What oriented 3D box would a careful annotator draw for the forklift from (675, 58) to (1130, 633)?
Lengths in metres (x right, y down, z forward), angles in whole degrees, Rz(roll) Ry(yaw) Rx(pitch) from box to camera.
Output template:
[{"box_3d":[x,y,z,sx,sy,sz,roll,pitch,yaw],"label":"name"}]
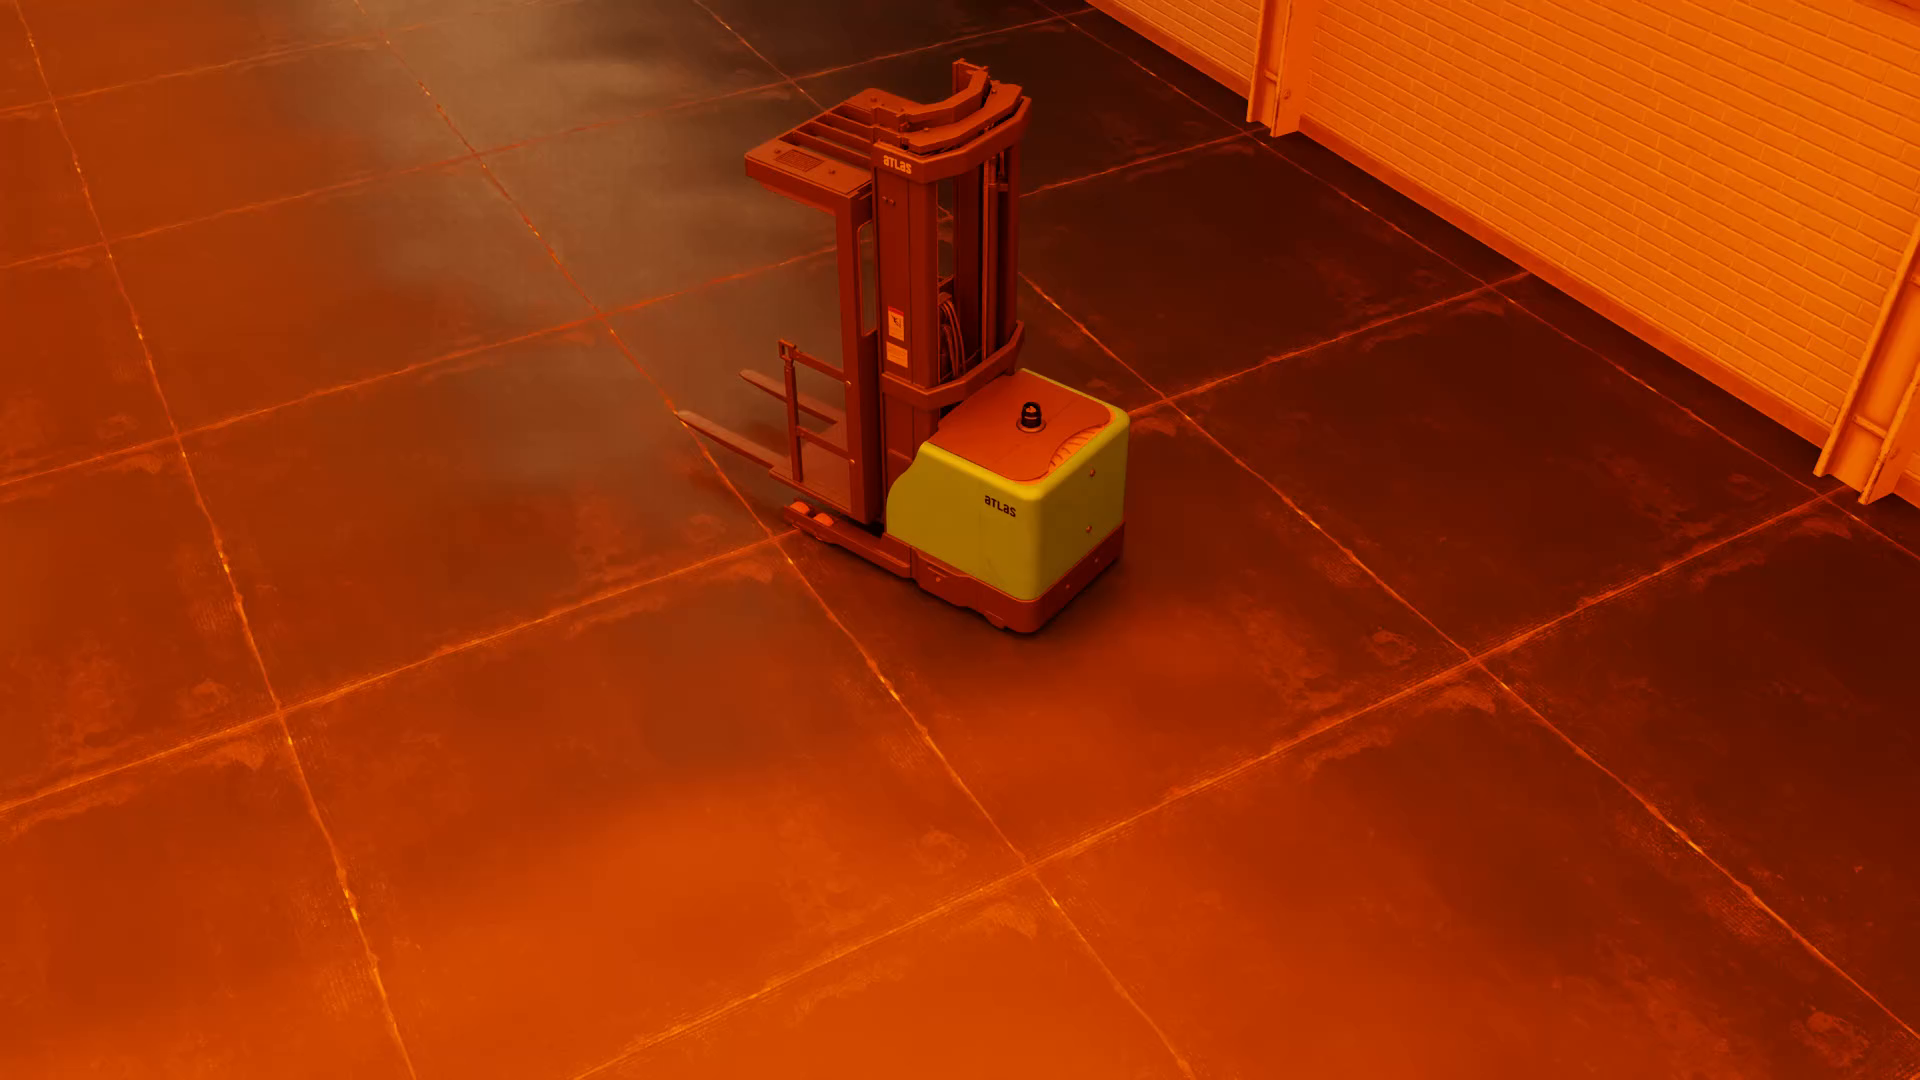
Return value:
[{"box_3d":[-0.481,-1.366,9.683,3.031,2.935,1.130,26,46,28],"label":"forklift"}]
